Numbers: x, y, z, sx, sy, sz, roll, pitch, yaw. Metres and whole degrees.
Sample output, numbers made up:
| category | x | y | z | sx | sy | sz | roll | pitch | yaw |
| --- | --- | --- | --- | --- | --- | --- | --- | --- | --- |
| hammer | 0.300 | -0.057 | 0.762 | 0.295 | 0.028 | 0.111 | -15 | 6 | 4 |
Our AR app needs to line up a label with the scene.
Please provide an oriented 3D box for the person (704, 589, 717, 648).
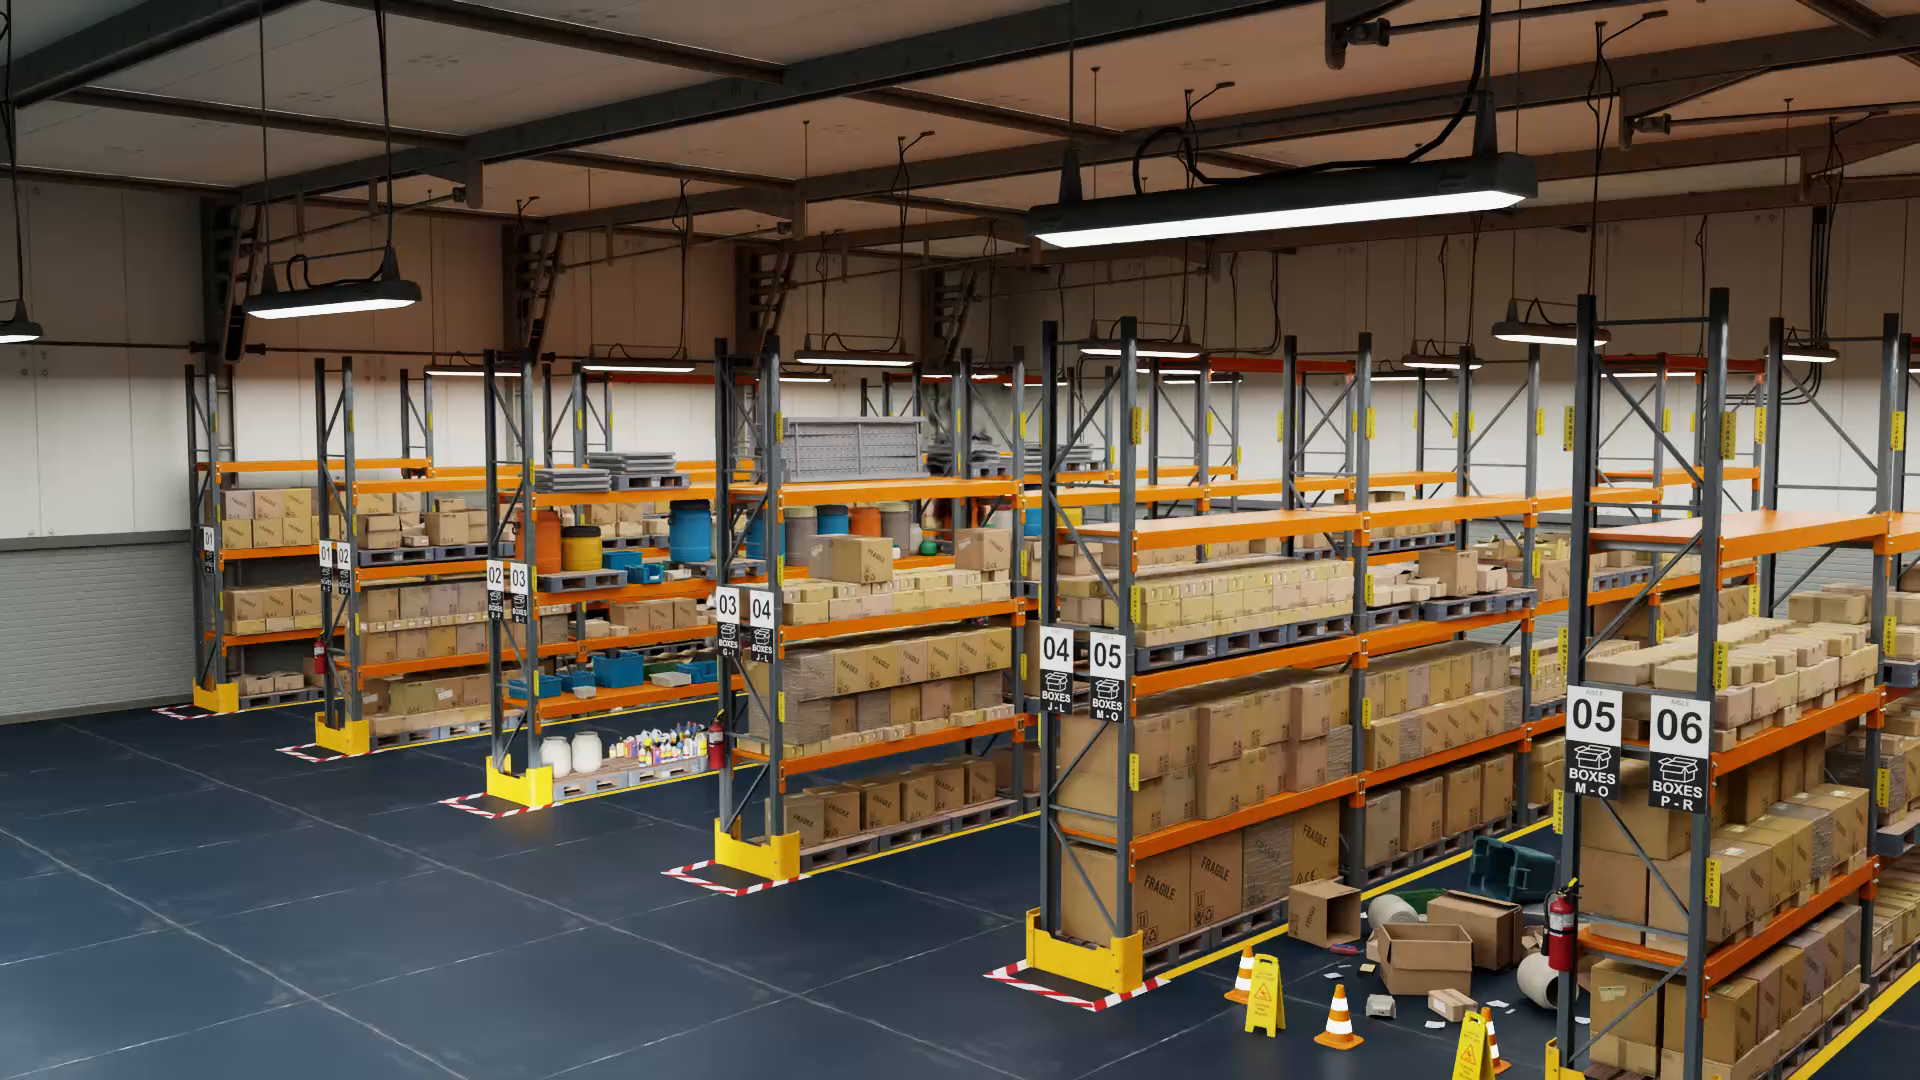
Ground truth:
| category | x | y | z | sx | sy | sz | roll | pitch | yaw |
| --- | --- | --- | --- | --- | --- | --- | --- | --- | --- |
| person | -4.921 | 1.710 | 33.686 | 0.671 | 1.775 | 0.774 | 3 | 6 | 38 |
